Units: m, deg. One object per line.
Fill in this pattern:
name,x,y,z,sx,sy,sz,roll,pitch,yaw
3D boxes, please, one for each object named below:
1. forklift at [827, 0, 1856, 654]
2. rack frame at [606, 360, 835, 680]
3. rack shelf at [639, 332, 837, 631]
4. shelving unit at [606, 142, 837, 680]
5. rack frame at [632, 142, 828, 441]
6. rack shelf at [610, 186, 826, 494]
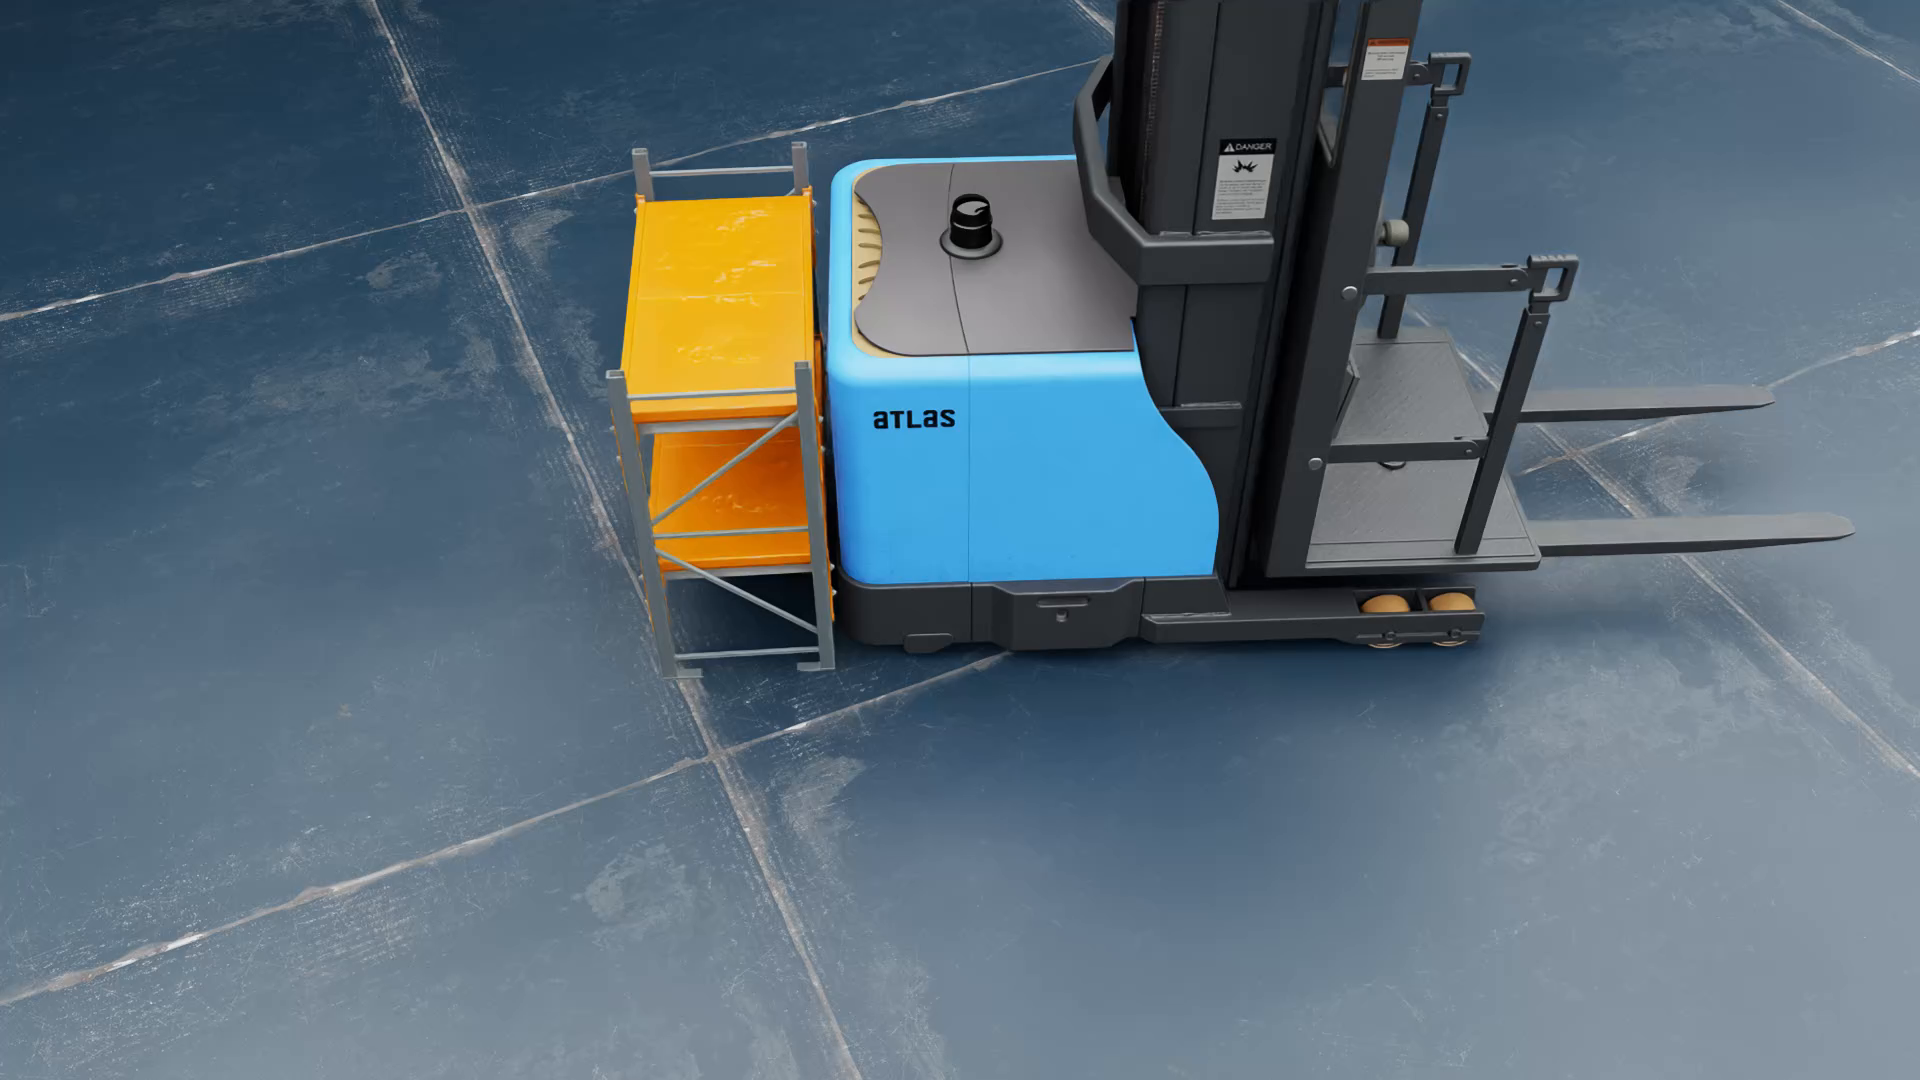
forklift,1.145,-1.096,4.274,3.031,2.935,1.130,-2,45,-2
rack frame,-0.615,-0.018,4.467,0.500,1.125,0.032,-3,45,-3
rack shelf,-0.654,-0.199,4.999,0.538,0.278,1.000,-3,45,-3
shelving unit,-0.654,-0.374,4.828,0.538,1.125,1.048,-3,45,-3
rack frame,-0.694,-0.730,5.188,0.500,1.125,0.032,-3,45,-3
rack shelf,-0.654,-0.582,4.622,0.538,0.278,1.000,-3,45,-3
